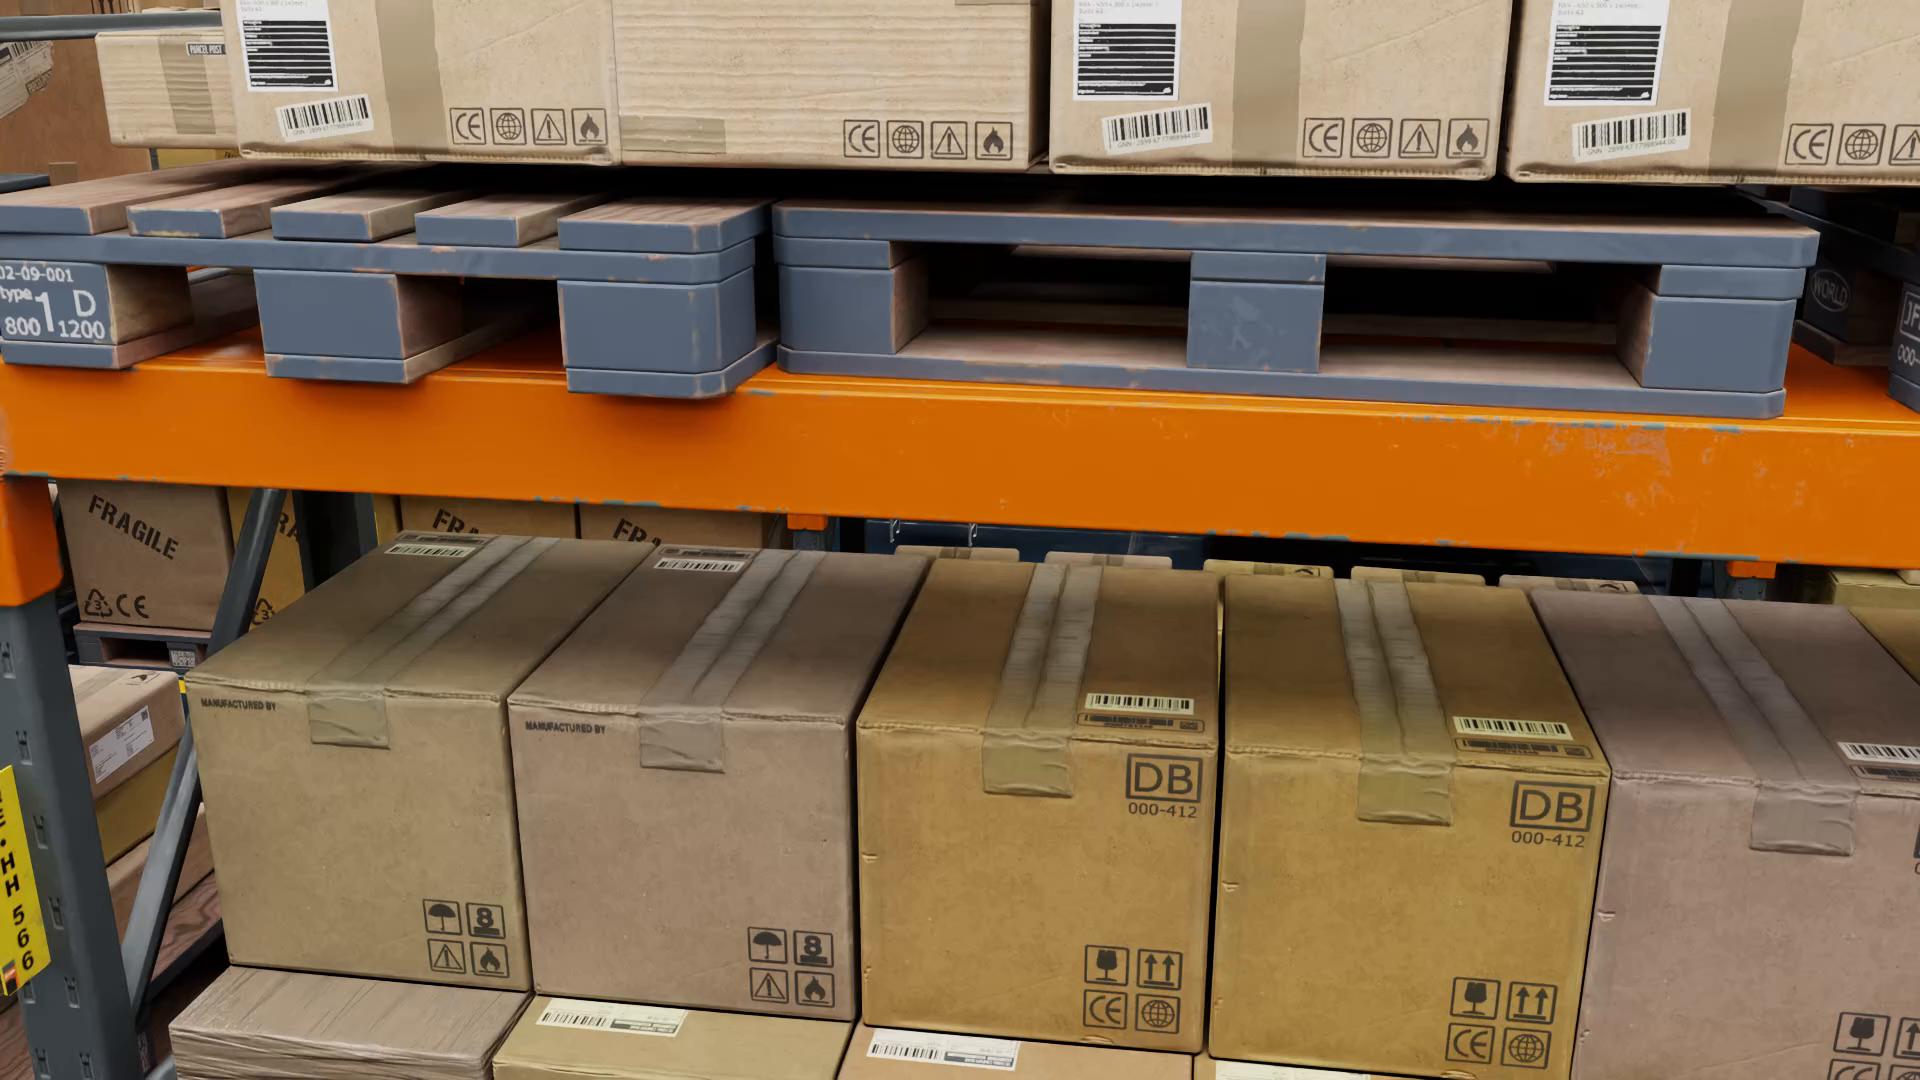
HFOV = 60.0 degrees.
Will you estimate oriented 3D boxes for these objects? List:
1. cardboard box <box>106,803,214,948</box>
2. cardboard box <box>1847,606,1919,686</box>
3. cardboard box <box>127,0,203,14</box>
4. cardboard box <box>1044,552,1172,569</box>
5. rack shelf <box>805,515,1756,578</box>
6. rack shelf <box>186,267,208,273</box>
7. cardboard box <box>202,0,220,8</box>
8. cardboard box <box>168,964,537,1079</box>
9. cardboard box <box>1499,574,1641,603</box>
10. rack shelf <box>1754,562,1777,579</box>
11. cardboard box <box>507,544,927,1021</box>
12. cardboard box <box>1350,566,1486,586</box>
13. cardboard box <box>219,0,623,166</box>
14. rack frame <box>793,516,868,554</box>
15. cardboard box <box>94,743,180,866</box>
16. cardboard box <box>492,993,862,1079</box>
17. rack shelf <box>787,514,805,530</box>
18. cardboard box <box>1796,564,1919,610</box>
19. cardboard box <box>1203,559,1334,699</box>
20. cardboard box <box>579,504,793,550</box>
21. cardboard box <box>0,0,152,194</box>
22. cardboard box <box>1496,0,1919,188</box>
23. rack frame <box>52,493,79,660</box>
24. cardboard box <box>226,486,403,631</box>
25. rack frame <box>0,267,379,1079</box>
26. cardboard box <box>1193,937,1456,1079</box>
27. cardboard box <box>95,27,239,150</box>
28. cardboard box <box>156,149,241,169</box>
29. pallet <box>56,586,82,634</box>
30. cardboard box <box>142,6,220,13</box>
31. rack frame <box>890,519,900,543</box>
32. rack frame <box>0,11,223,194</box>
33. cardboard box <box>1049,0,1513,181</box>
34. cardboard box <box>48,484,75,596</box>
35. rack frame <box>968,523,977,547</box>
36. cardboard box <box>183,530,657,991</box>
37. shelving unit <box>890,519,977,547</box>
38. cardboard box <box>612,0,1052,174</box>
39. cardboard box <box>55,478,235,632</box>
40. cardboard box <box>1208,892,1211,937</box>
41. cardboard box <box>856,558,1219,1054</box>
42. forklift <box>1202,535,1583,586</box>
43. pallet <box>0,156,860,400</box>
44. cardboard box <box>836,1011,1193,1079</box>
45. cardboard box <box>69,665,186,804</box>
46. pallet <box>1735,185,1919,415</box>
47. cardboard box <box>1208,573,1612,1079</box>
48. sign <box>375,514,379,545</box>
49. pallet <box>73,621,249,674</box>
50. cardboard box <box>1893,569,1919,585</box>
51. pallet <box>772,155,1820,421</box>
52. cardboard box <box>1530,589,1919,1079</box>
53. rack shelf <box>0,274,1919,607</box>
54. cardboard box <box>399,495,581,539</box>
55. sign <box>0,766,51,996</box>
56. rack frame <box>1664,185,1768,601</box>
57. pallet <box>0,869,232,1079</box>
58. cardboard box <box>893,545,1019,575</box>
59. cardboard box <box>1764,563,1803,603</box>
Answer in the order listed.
[{"bbox_3d":[-1.706,0.668,3.314,0.250,0.149,0.380,3,19,8],"label":"cardboard box"},{"bbox_3d":[1.654,0.465,2.453,0.500,0.500,0.700,3,19,8],"label":"cardboard box"},{"bbox_3d":[-3.736,-2.458,7.374,0.500,0.500,0.500,3,19,8],"label":"cardboard box"},{"bbox_3d":[0.675,0.391,7.887,0.625,0.372,0.950,3,19,8],"label":"cardboard box"},{"bbox_3d":[1.364,-0.281,7.548,4.000,0.370,1.077,3,19,9],"label":"rack shelf"},{"bbox_3d":[-3.271,-0.349,3.024,4.000,0.370,1.077,3,19,9],"label":"rack shelf"},{"bbox_3d":[-3.657,-2.525,7.872,0.500,0.311,0.500,3,19,9],"label":"cardboard box"},{"bbox_3d":[-0.896,0.893,2.749,0.500,0.500,0.500,3,19,9],"label":"cardboard box"},{"bbox_3d":[2.820,0.500,7.560,0.625,0.372,0.950,3,19,9],"label":"cardboard box"},{"bbox_3d":[5.313,-0.079,6.946,4.000,0.370,1.077,3,19,9],"label":"rack shelf"},{"bbox_3d":[-0.355,0.363,2.759,0.500,0.500,0.700,3,19,8],"label":"cardboard box"},{"bbox_3d":[2.110,0.465,7.665,0.625,0.372,0.950,4,19,12],"label":"cardboard box"},{"bbox_3d":[-0.617,-0.688,2.226,0.500,0.311,0.500,3,19,9],"label":"cardboard box"},{"bbox_3d":[-0.611,-0.722,7.735,0.127,3.000,1.000,3,19,9],"label":"rack frame"},{"bbox_3d":[-1.742,0.525,3.271,0.250,0.149,0.380,4,19,11],"label":"cardboard box"},{"bbox_3d":[-0.394,0.918,2.675,0.500,0.500,0.500,3,19,8],"label":"cardboard box"},{"bbox_3d":[-2.586,-0.482,8.150,4.000,0.370,1.077,3,19,9],"label":"rack shelf"},{"bbox_3d":[3.878,0.342,7.042,0.500,0.500,0.500,4,19,11],"label":"cardboard box"},{"bbox_3d":[1.423,0.431,7.768,0.625,0.372,0.950,4,19,10],"label":"cardboard box"},{"bbox_3d":[-1.280,0.025,8.187,0.875,0.875,0.875,3,19,8],"label":"cardboard box"},{"bbox_3d":[-1.818,-0.749,2.928,0.500,0.500,0.500,3,19,9],"label":"cardboard box"},{"bbox_3d":[0.887,-0.611,1.996,0.500,0.311,0.500,2,19,7],"label":"cardboard box"},{"bbox_3d":[-4.560,-0.924,8.336,0.127,3.000,1.000,3,19,9],"label":"rack frame"},{"bbox_3d":[-3.042,-0.066,8.460,0.875,0.875,0.875,3,19,10],"label":"cardboard box"},{"bbox_3d":[-1.296,0.833,3.085,0.127,3.000,1.000,3,19,9],"label":"rack frame"},{"bbox_3d":[0.596,0.969,2.521,0.500,0.500,0.500,3,19,8],"label":"cardboard box"},{"bbox_3d":[-0.992,-0.650,2.366,0.250,0.149,0.380,2,19,6],"label":"cardboard box"},{"bbox_3d":[-5.840,-2.923,12.898,0.500,0.500,0.500,3,19,10],"label":"cardboard box"},{"bbox_3d":[-5.299,0.336,8.967,1.213,0.211,1.003,3,19,9],"label":"pallet"},{"bbox_3d":[-3.367,-2.261,7.313,0.250,0.166,0.380,2,19,5],"label":"cardboard box"},{"bbox_3d":[-0.404,-0.590,10.174,0.015,1.200,0.240,3,19,9],"label":"rack frame"},{"bbox_3d":[-1.296,-2.011,2.133,0.127,3.000,1.000,3,19,9],"label":"rack frame"},{"bbox_3d":[0.385,-0.637,2.073,0.500,0.311,0.500,3,19,8],"label":"cardboard box"},{"bbox_3d":[-5.163,0.027,8.871,0.875,0.438,0.875,3,19,8],"label":"cardboard box"},{"bbox_3d":[0.077,-0.565,10.101,0.015,1.200,0.240,3,19,9],"label":"rack frame"},{"bbox_3d":[-0.855,0.338,2.833,0.500,0.500,0.700,3,19,8],"label":"cardboard box"},{"bbox_3d":[-0.163,-0.577,10.138,0.503,1.200,0.258,3,19,9],"label":"shelving unit"},{"bbox_3d":[-0.122,-0.634,2.160,0.500,0.250,0.500,3,19,10],"label":"cardboard box"},{"bbox_3d":[-3.936,-0.109,8.589,0.875,0.875,0.875,4,19,10],"label":"cardboard box"},{"bbox_3d":[0.683,0.800,3.028,0.500,0.500,0.500,3,19,10],"label":"cardboard box"},{"bbox_3d":[0.152,0.388,2.683,0.500,0.500,0.700,3,19,8],"label":"cardboard box"},{"bbox_3d":[2.976,-1.277,9.500,3.031,2.935,1.130,2,19,6],"label":"forklift"},{"bbox_3d":[-0.652,-0.484,2.592,1.003,0.211,1.213,4,19,11],"label":"pallet"},{"bbox_3d":[0.104,0.943,2.598,0.500,0.500,0.500,3,19,9],"label":"cardboard box"},{"bbox_3d":[-1.726,0.387,3.215,0.250,0.149,0.380,3,19,9],"label":"cardboard box"},{"bbox_3d":[1.740,-0.328,2.129,1.217,0.209,0.805,2,19,6],"label":"pallet"},{"bbox_3d":[0.656,0.413,2.607,0.500,0.500,0.700,3,19,8],"label":"cardboard box"},{"bbox_3d":[-1.212,0.110,3.421,0.005,0.325,0.100,3,19,9],"label":"sign"},{"bbox_3d":[-3.787,0.414,8.733,1.213,0.211,1.003,3,19,9],"label":"pallet"},{"bbox_3d":[3.992,0.060,6.864,0.250,0.149,0.380,3,19,9],"label":"cardboard box"},{"bbox_3d":[0.452,-0.428,2.426,1.213,0.211,1.003,4,19,11],"label":"pallet"},{"bbox_3d":[1.155,0.439,2.530,0.500,0.500,0.700,3,19,9],"label":"cardboard box"},{"bbox_3d":[0.678,-0.147,2.422,4.000,0.370,1.077,3,19,9],"label":"rack shelf"},{"bbox_3d":[-2.160,-0.021,8.325,0.875,0.875,0.875,3,19,9],"label":"cardboard box"},{"bbox_3d":[-1.373,0.492,2.404,0.005,0.325,0.100,3,19,9],"label":"sign"},{"bbox_3d":[3.338,-0.521,7.133,0.127,3.000,1.000,3,19,9],"label":"rack frame"},{"bbox_3d":[-2.017,0.922,3.123,1.003,0.211,1.213,3,19,9],"label":"pallet"},{"bbox_3d":[-0.055,0.356,7.991,0.625,0.372,0.950,2,19,5],"label":"cardboard box"},{"bbox_3d":[3.965,0.174,7.546,0.500,0.500,0.500,3,19,8],"label":"cardboard box"}]
